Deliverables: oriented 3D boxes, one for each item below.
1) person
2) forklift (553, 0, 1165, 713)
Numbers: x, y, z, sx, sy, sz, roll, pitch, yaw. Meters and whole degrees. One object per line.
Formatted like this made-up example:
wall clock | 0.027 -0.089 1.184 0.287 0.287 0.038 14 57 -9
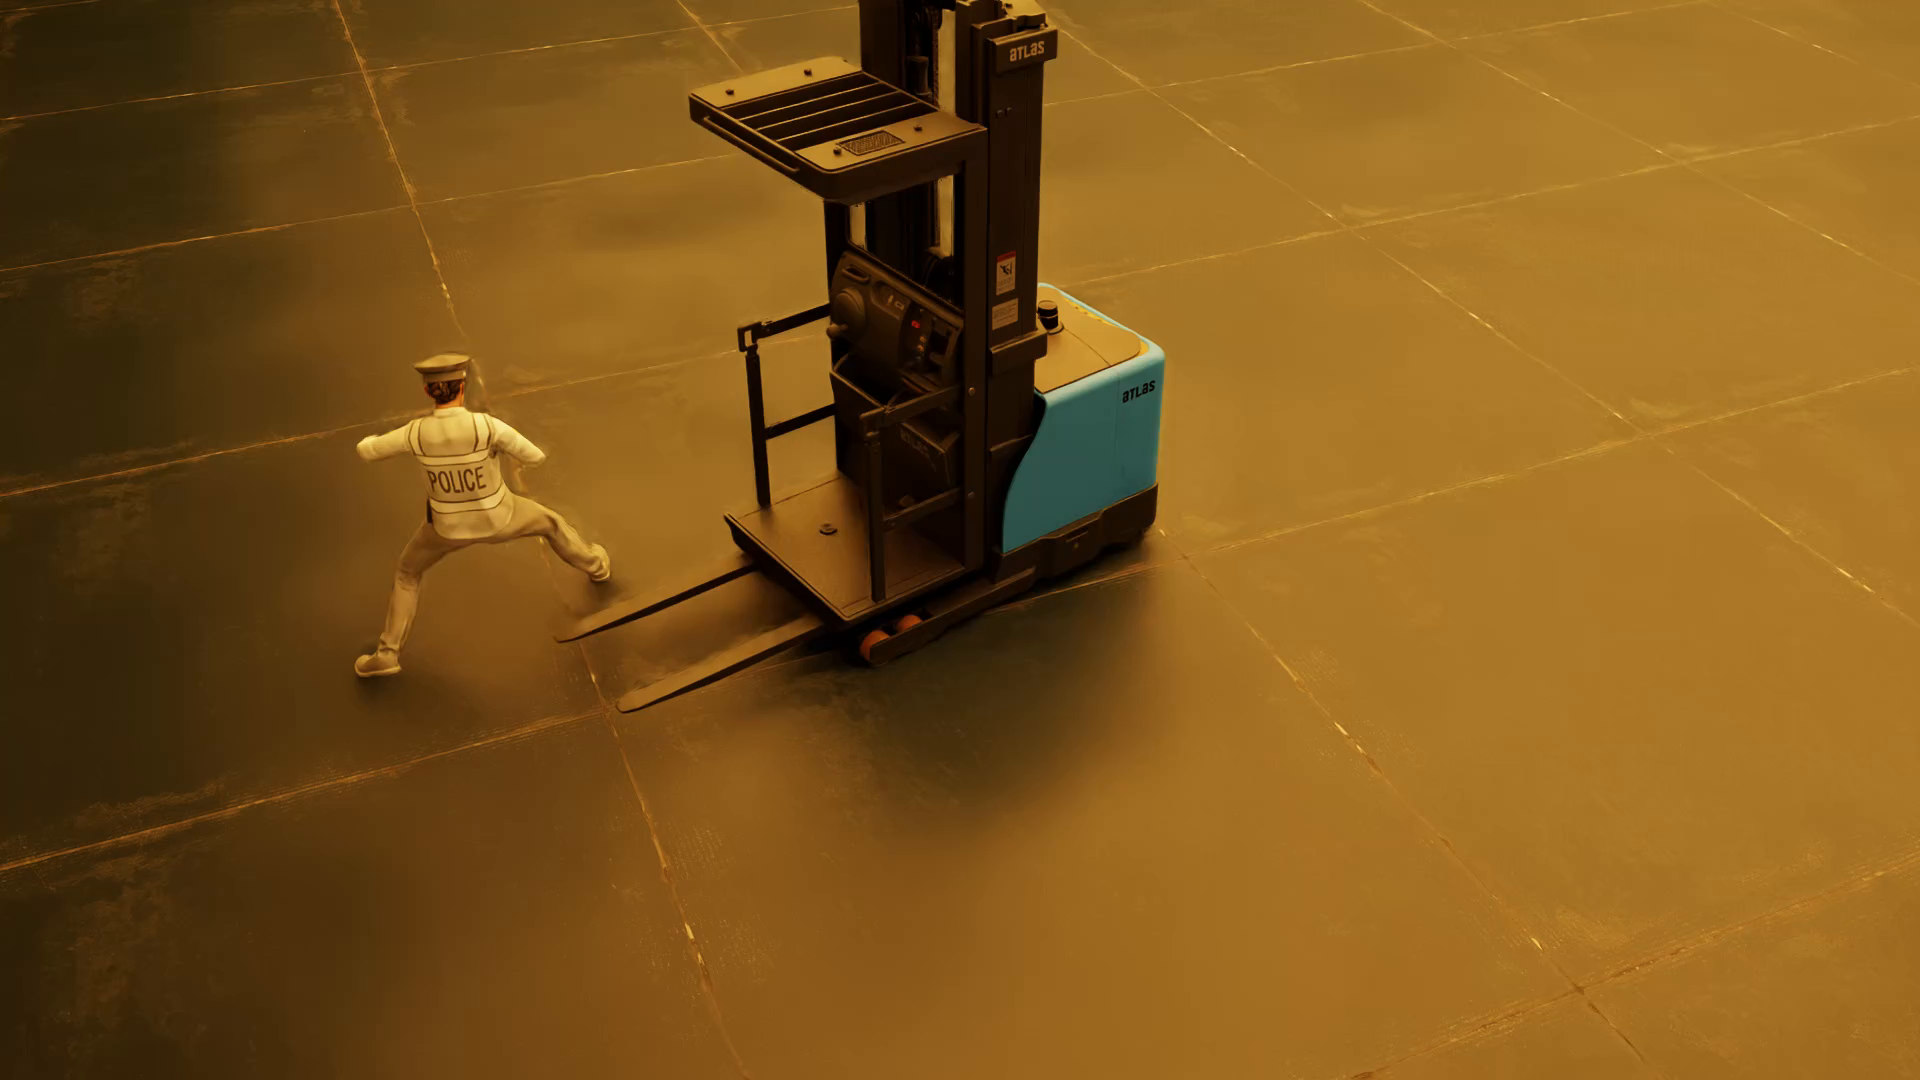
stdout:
person | -2.278 -0.214 7.611 1.163 1.486 0.904 -6 36 -8
forklift | -0.464 -0.951 7.436 3.031 2.935 1.130 -24 42 -30
